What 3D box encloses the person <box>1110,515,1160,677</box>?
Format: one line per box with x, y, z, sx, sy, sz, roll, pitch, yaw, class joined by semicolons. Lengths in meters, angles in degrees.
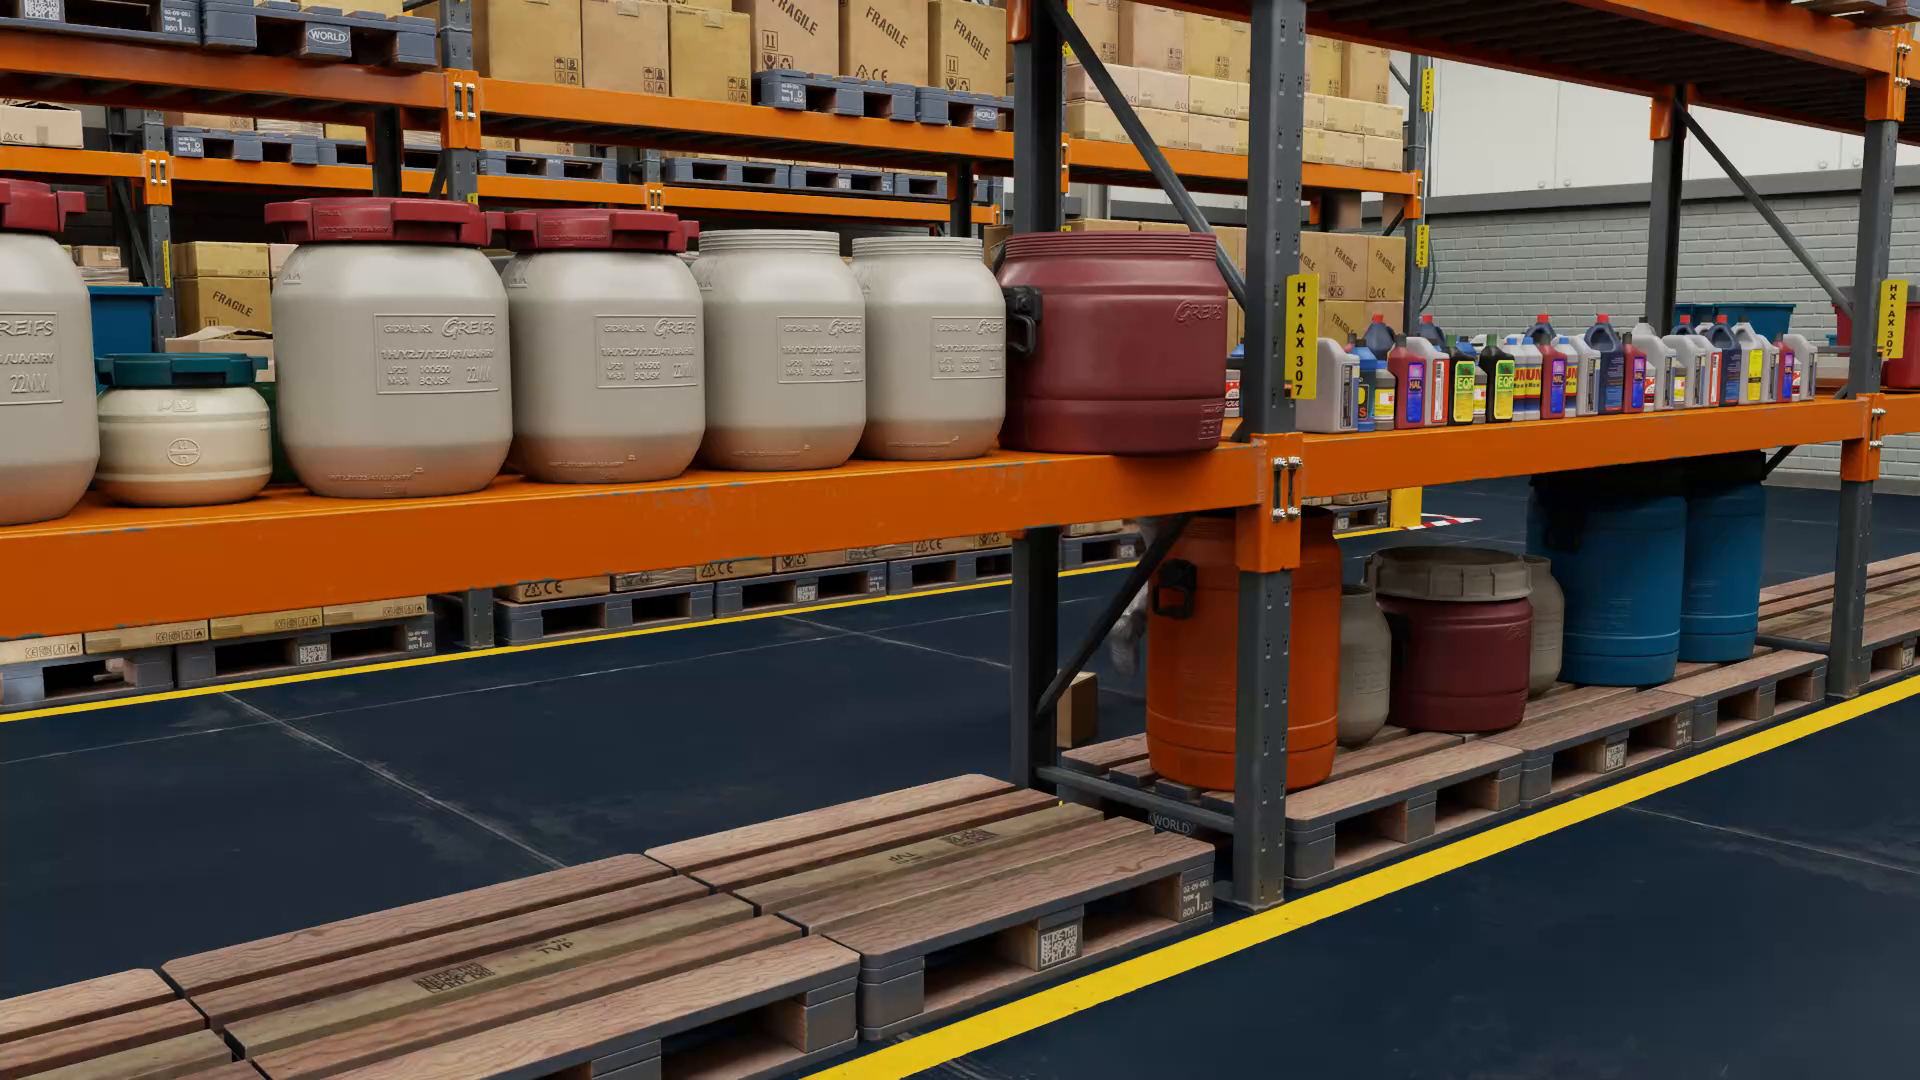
0.931;-0.237;7.309;0.546;1.762;0.553;7;10;43;person
